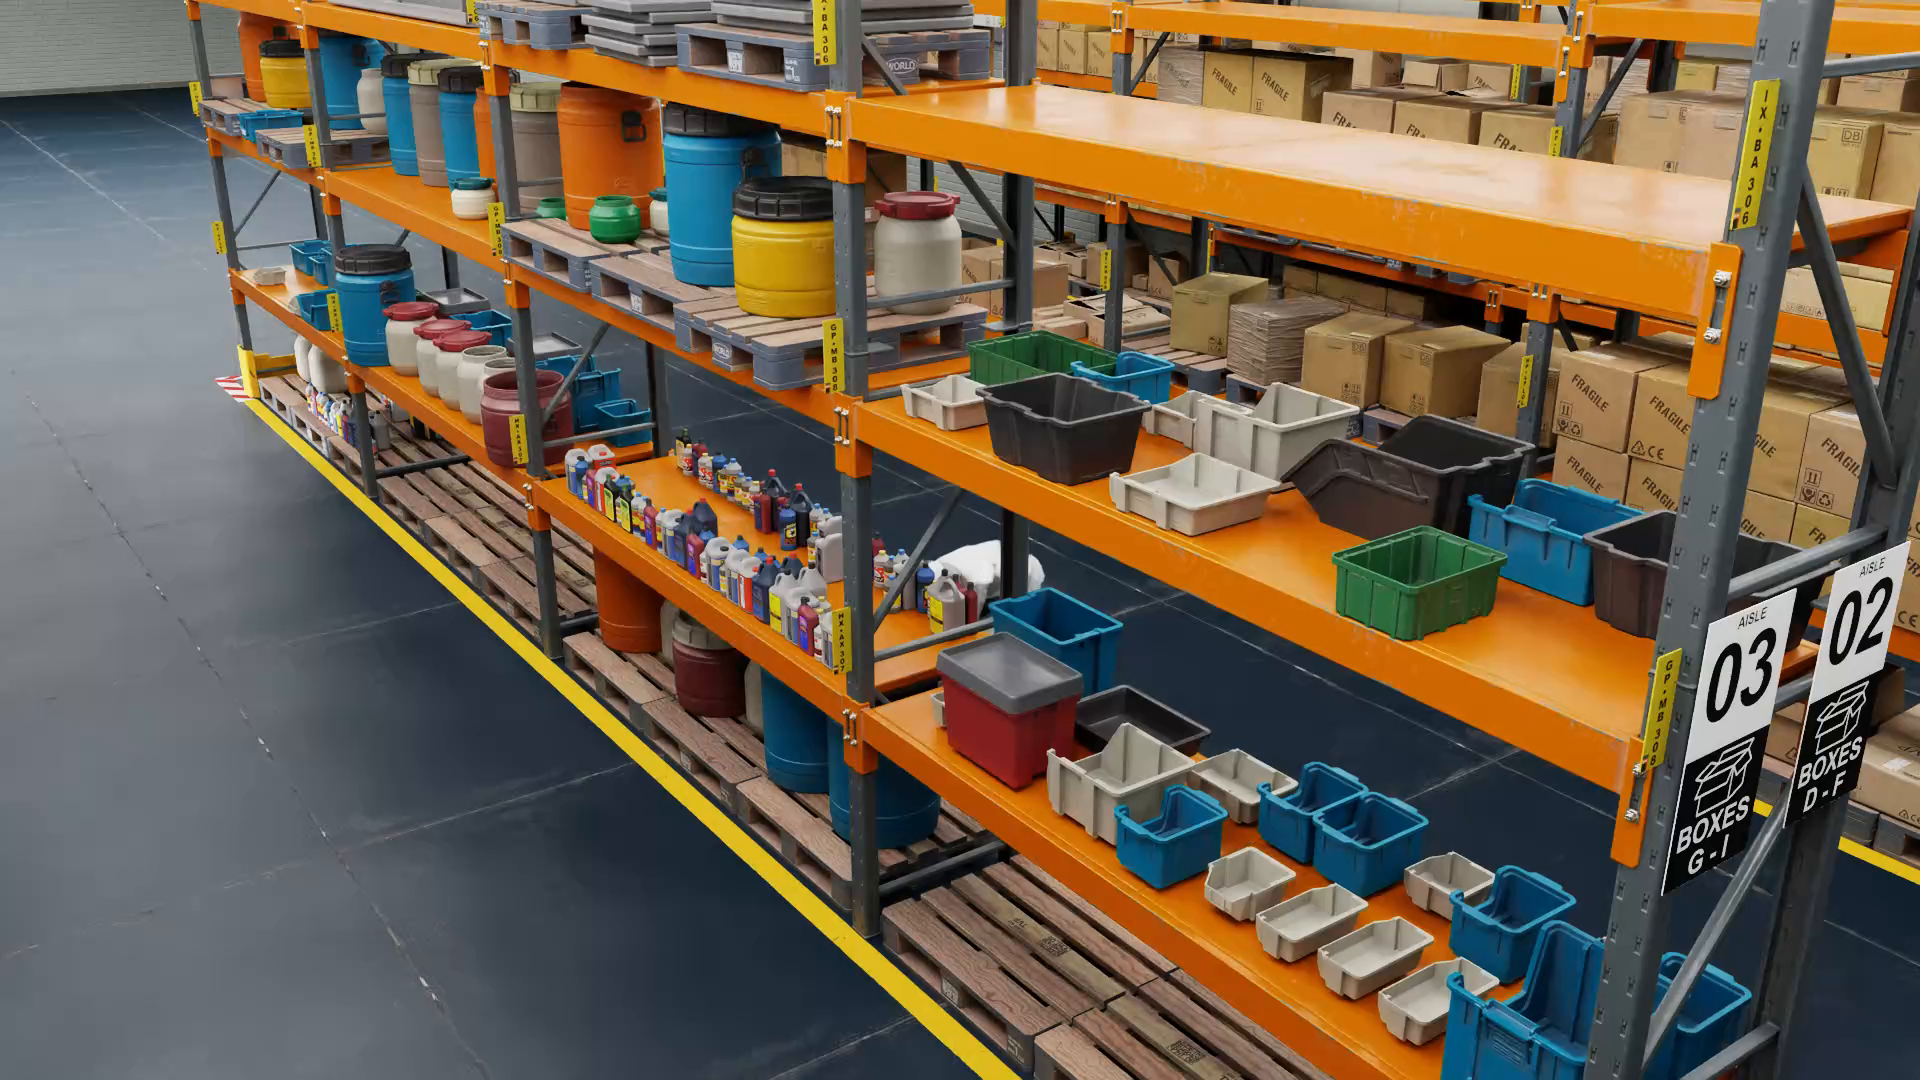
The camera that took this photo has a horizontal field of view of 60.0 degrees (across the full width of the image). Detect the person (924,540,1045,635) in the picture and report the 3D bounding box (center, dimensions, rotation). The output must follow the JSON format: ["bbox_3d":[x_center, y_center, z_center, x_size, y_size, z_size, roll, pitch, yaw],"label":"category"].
[{"bbox_3d":[0.091,0.516,10.788,0.996,1.000,0.519,-16,26,-35],"label":"person"}]
